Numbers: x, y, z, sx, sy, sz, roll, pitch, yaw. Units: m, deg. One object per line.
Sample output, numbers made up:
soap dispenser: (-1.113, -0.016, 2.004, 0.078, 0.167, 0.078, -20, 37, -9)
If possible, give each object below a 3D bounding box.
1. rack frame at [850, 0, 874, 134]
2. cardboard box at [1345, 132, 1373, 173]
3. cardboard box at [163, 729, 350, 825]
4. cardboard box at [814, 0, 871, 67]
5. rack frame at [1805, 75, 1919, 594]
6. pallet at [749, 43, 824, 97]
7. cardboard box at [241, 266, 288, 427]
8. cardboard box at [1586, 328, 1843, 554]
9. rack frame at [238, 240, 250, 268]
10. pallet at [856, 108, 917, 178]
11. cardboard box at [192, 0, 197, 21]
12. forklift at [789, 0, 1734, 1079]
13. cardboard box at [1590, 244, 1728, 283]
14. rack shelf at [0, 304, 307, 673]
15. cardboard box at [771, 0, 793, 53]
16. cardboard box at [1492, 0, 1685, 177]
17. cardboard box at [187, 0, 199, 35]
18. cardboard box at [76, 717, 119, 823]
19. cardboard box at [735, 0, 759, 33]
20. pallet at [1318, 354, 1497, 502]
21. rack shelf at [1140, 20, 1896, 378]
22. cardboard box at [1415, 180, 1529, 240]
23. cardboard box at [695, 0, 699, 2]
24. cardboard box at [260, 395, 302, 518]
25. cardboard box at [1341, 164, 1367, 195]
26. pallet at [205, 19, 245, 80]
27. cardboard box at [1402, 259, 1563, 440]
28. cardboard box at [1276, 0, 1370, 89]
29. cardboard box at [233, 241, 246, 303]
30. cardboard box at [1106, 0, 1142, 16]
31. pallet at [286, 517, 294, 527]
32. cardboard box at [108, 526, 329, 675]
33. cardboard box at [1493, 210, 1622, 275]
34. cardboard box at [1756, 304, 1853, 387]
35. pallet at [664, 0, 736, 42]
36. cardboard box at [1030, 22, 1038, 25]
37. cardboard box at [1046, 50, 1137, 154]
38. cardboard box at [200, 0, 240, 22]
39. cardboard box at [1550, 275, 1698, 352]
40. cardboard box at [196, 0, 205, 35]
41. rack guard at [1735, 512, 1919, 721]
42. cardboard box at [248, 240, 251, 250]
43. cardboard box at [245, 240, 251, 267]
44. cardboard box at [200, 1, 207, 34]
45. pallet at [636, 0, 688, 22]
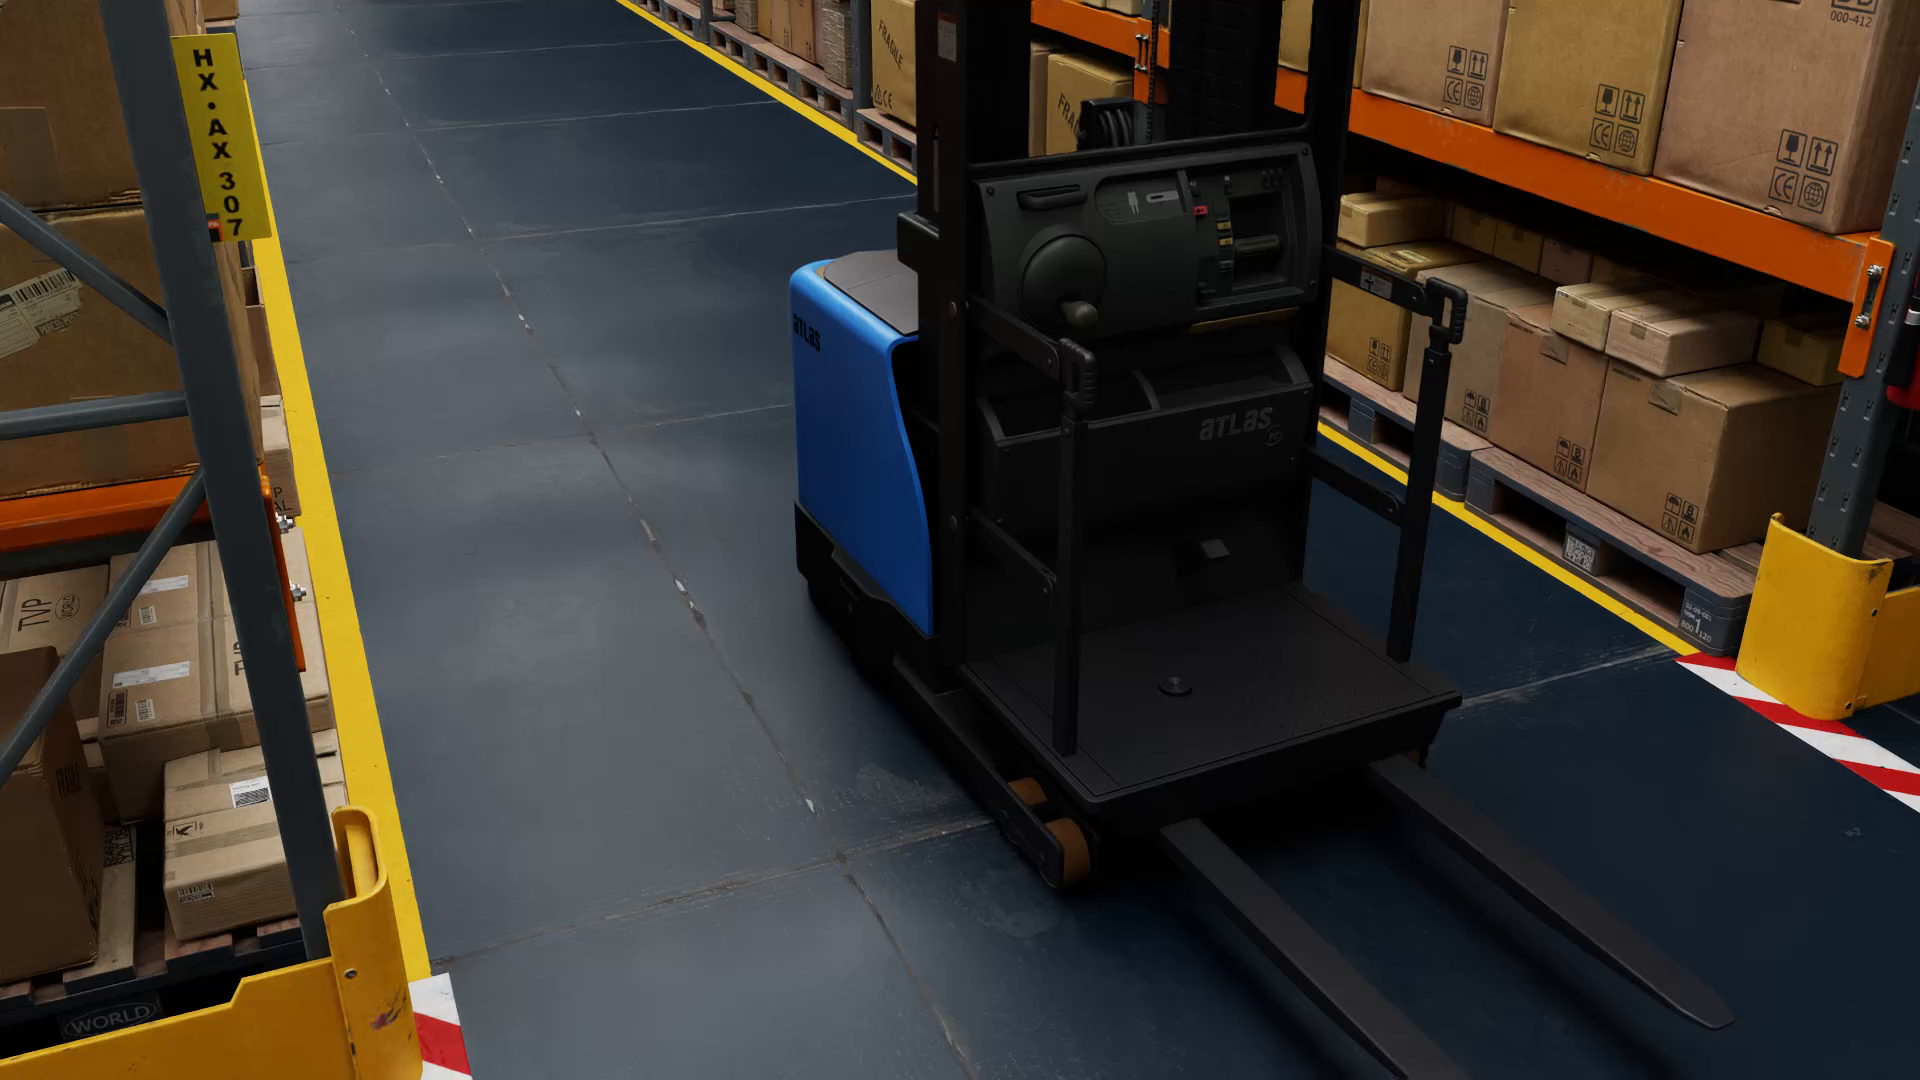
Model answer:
rack frame: (-0.252, -4.236, 11.006, 1.000, 3.000, 0.127, -11, 28, -21)
cardboard box: (1.639, -1.751, 7.548, 0.380, 0.149, 0.250, -11, 28, -21)
cardboard box: (-1.622, 0.593, 3.844, 0.380, 0.166, 0.250, -11, 28, -21)
cardboard box: (-0.677, -3.820, 12.502, 0.700, 0.500, 0.500, -11, 28, -21)
rack frame: (2.881, -1.006, 4.392, 1.000, 3.000, 0.127, -11, 28, -21)
pallet: (-1.031, -3.790, 13.272, 1.003, 0.211, 1.213, -11, 28, -21)
cardboard box: (-2.758, -0.661, 6.033, 0.500, 0.500, 0.500, -11, 28, -21)
cardboard box: (2.514, -0.337, 5.392, 0.700, 0.500, 0.500, -11, 28, -21)
rack frame: (-3.243, -1.768, 5.953, 1.000, 3.000, 0.127, -11, 28, -21)
pallet: (-0.013, -2.651, 10.940, 1.003, 0.211, 1.213, -11, 28, -21)
cardboard box: (-2.406, -1.693, 4.545, 0.500, 0.500, 0.500, -10, 28, -20)
forklift: (0.571, -0.697, 3.837, 1.130, 2.935, 3.031, -12, 29, -23)
cardboard box: (2.451, -0.918, 5.842, 0.380, 0.149, 0.250, -10, 28, -20)
rack shelf: (-2.459, -0.638, 4.457, 1.077, 0.370, 4.000, -11, 28, -21)
cardboard box: (-1.104, -4.218, 13.317, 0.700, 0.500, 0.500, -10, 28, -20)
cardboard box: (2.376, -1.637, 5.342, 0.980, 0.700, 0.700, -11, 28, -21)
cardboard box: (-2.010, -1.285, 3.709, 0.500, 0.500, 0.500, -10, 28, -20)
cardboard box: (-2.191, 0.566, 3.900, 0.380, 0.166, 0.250, -11, 28, -21)
cardboard box: (-1.515, -4.631, 14.163, 0.700, 0.500, 0.500, -10, 28, -19)
pallet: (2.021, -0.554, 6.644, 1.003, 0.211, 1.213, -11, 28, -21)
rack shelf: (2.097, -1.490, 6.203, 1.077, 0.370, 4.000, -11, 28, -21)
cardboard box: (2.049, -1.330, 6.686, 0.380, 0.149, 0.250, -10, 28, -20)
cardboard box: (-2.262, -5.337, 15.610, 0.500, 0.500, 0.500, -13, 29, -24)
cardboard box: (-2.465, -0.274, 5.455, 0.500, 0.311, 0.500, -11, 28, -21)
cardboard box: (1.479, -1.489, 7.011, 0.380, 0.149, 0.250, -10, 28, -19)
pallet: (-3.455, -2.023, 6.694, 1.003, 0.211, 1.213, -11, 28, -21)
cardboard box: (2.121, -0.742, 6.221, 0.700, 0.500, 0.500, -12, 28, -22)
cardboard box: (1.792, -2.238, 6.573, 0.980, 0.700, 0.700, -11, 28, -22)
cardboard box: (-2.008, -0.833, 3.924, 0.500, 0.500, 0.500, -11, 28, -21)
cardboard box: (0.921, -2.605, 7.930, 0.380, 0.149, 0.250, -10, 28, -20)
pallet: (-2.493, 0.256, 4.986, 1.003, 0.211, 1.213, -11, 28, -21)
cardboard box: (-2.020, 0.213, 4.528, 0.500, 0.250, 0.500, -11, 28, -21)
cardboard box: (2.249, -1.124, 6.264, 0.380, 0.149, 0.250, -10, 28, -20)
cardboard box: (2.747, -0.612, 5.216, 0.380, 0.149, 0.250, -10, 28, -20)
pallet: (-2.114, -4.862, 15.468, 1.003, 0.211, 1.213, -11, 28, -21)
cardboard box: (0.252, -2.784, 10.005, 0.750, 0.750, 0.750, -11, 28, -21)
cardboard box: (0.940, -2.084, 8.570, 0.750, 0.750, 0.750, -10, 28, -20)
cardboard box: (-3.222, -2.232, 6.309, 0.700, 0.500, 0.500, -22, 34, -37)
cardboard box: (2.196, -0.752, 5.502, 0.380, 0.149, 0.250, -10, 28, -19)
cardboard box: (-2.404, -1.241, 4.758, 0.500, 0.500, 0.500, -10, 28, -19)
rack guard: (2.890, 0.127, 4.920, 1.175, 0.500, 0.348, -11, 28, -21)
cardboard box: (-3.813, -1.700, 8.161, 0.500, 0.500, 0.500, -12, 28, -23)
cardboard box: (-3.208, -1.080, 6.890, 0.500, 0.500, 0.500, -12, 28, -23)
cardboard box: (-2.811, -1.655, 5.608, 0.500, 0.500, 0.500, -10, 28, -20)
pallet: (-2.596, -5.356, 16.479, 1.003, 0.211, 1.213, -11, 28, -21)
